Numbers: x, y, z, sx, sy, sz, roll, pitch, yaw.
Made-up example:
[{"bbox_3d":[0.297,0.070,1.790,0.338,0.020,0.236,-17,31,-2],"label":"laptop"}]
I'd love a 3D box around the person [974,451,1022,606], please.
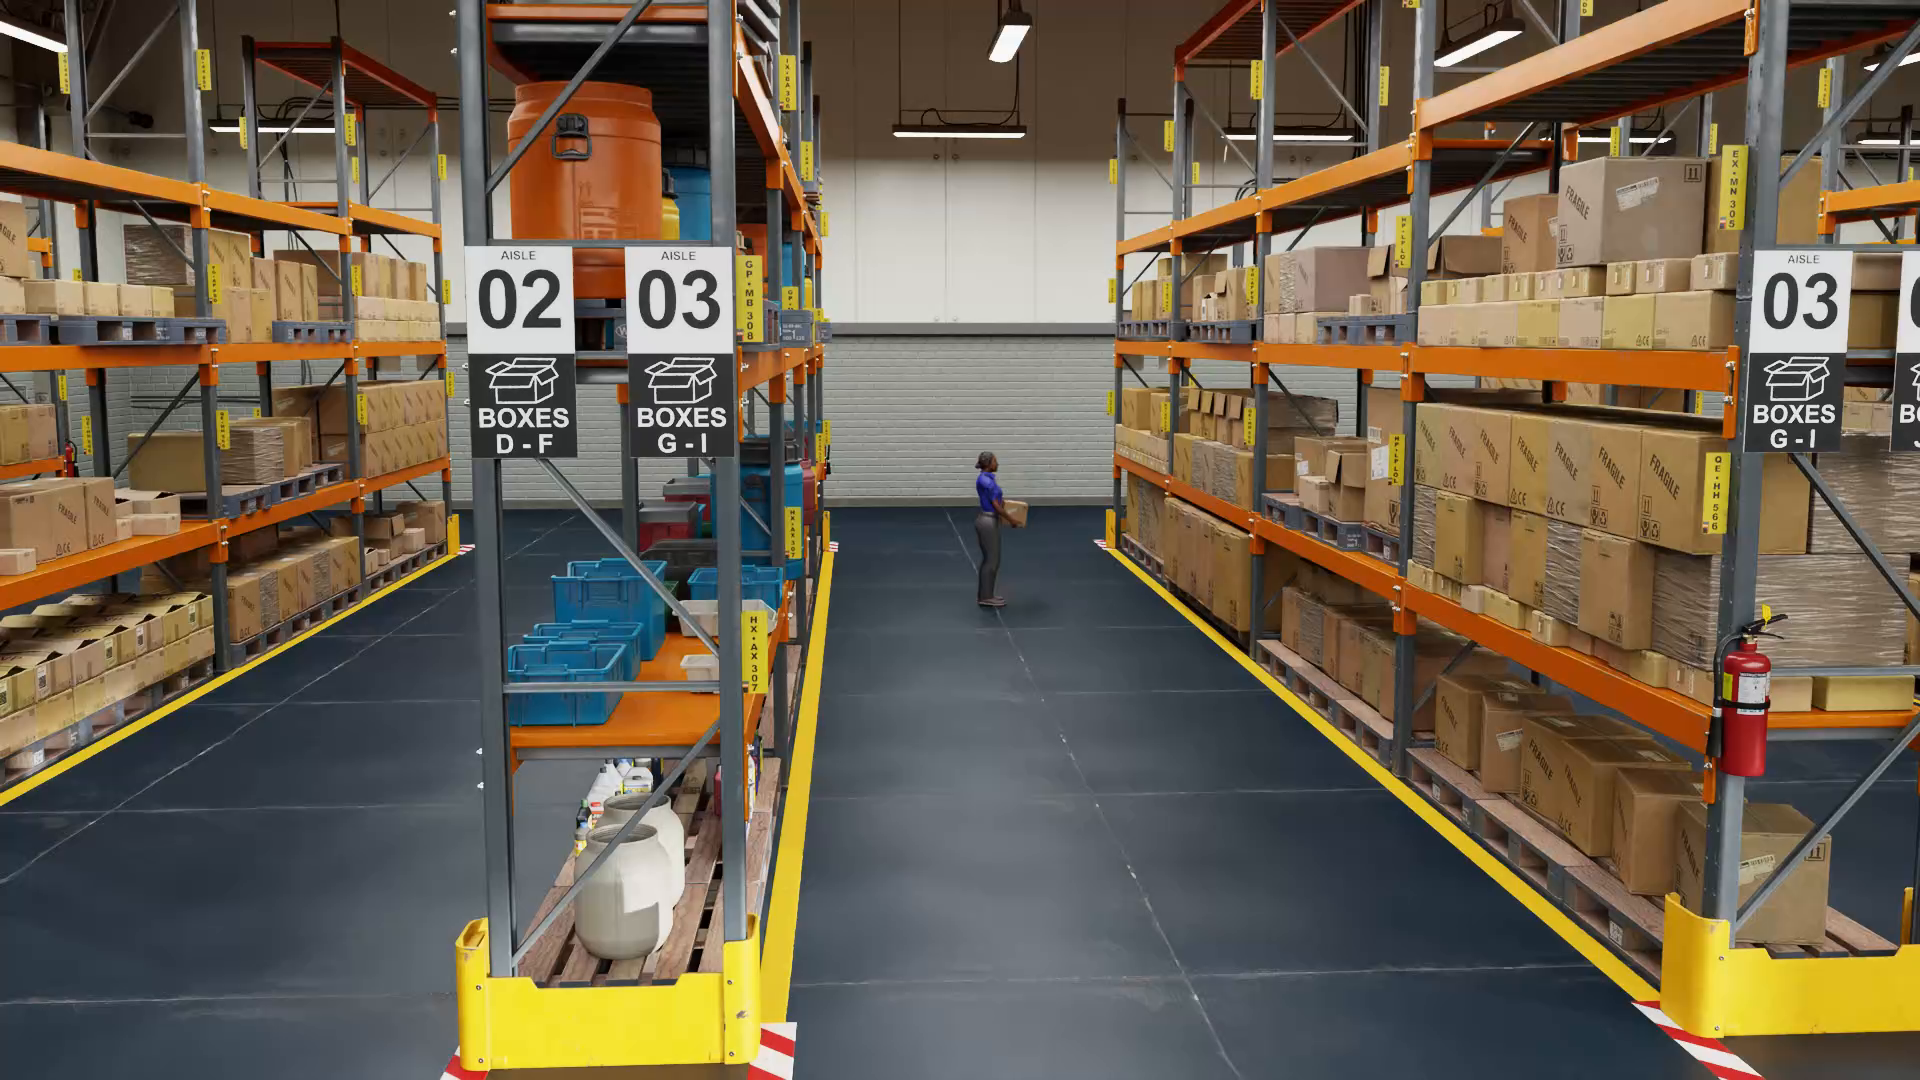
[{"bbox_3d":[0.407,-0.129,17.870,0.503,1.656,0.441,0,7,-4],"label":"person"}]
